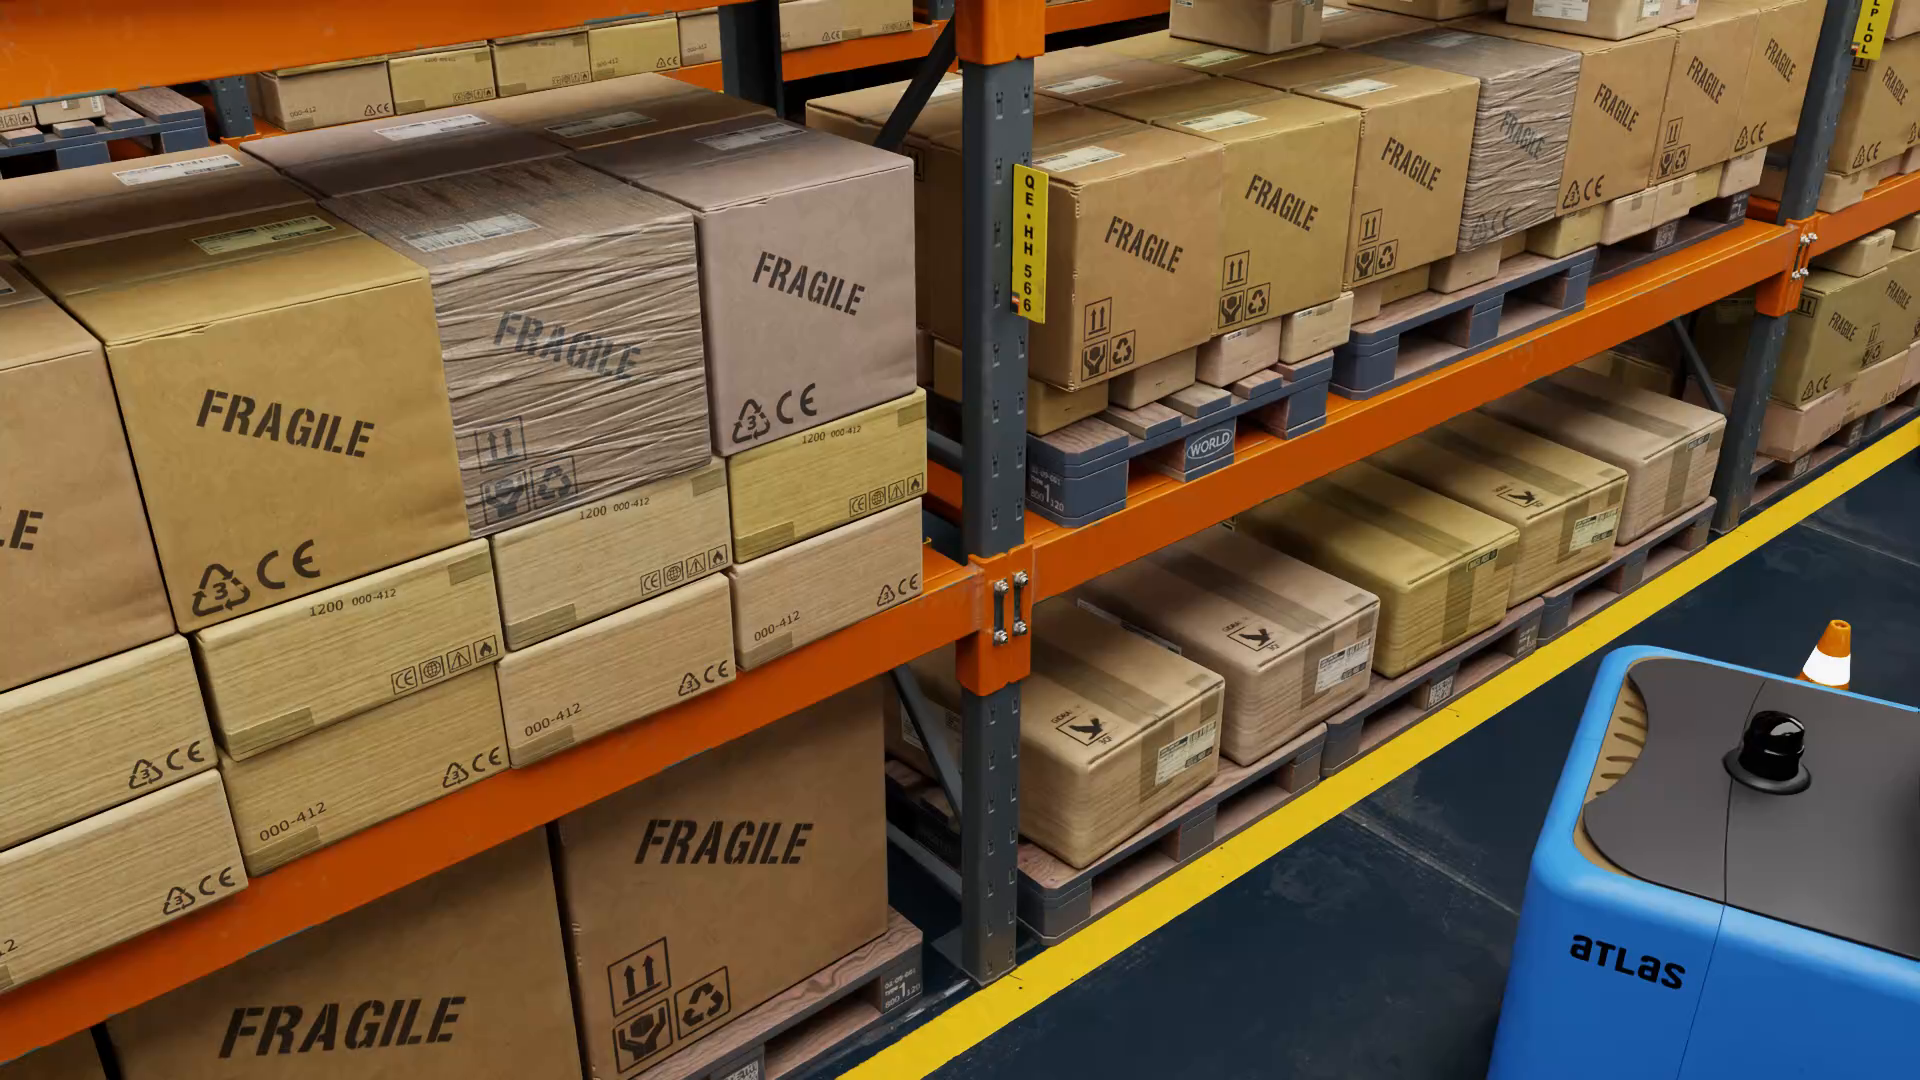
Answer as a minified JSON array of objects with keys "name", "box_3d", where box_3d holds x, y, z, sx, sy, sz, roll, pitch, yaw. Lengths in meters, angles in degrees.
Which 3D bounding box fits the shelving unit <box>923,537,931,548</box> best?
[{"name":"shelving unit","box_3d":[0.058,-0.685,6.440,1.083,1.500,0.587,-22,35,-35]}]

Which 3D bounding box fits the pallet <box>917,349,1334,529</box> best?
[{"name":"pallet","box_3d":[0.257,-0.480,4.669,1.003,0.211,1.213,-22,35,-35]}]

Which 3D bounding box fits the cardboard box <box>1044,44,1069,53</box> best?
[{"name":"cardboard box","box_3d":[0.569,-2.912,10.428,0.500,0.250,0.500,-22,35,-35]}]

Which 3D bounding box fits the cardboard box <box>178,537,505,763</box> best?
[{"name":"cardboard box","box_3d":[-1.184,0.099,3.012,0.500,0.250,0.500,-23,36,-36]}]

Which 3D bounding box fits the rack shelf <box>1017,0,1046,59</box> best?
[{"name":"rack shelf","box_3d":[1.305,-1.926,4.752,4.000,0.370,1.077,-22,35,-35]}]

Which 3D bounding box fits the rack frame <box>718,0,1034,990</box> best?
[{"name":"rack frame","box_3d":[-0.216,-0.308,4.145,0.127,3.000,1.000,-22,35,-35]}]

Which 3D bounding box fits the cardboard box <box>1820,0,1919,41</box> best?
[{"name":"cardboard box","box_3d":[3.302,-2.205,6.211,0.500,0.500,0.700,-22,35,-35]}]

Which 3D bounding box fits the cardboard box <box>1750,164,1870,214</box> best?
[{"name":"cardboard box","box_3d":[3.274,-1.403,6.459,0.250,0.149,0.380,-22,35,-35]}]

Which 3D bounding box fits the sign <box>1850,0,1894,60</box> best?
[{"name":"sign","box_3d":[3.190,-1.845,5.791,0.005,0.325,0.100,-22,35,-35]}]

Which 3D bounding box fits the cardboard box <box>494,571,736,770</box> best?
[{"name":"cardboard box","box_3d":[-0.811,0.168,3.413,0.500,0.250,0.500,-21,35,-34]}]

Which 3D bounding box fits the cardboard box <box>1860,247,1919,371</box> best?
[{"name":"cardboard box","box_3d":[3.850,-1.087,7.278,0.500,0.500,0.500,-20,34,-33]}]

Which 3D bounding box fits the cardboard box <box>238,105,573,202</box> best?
[{"name":"cardboard box","box_3d":[-1.121,-0.575,3.477,0.500,0.500,0.500,-22,35,-35]}]

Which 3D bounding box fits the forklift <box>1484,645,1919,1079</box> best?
[{"name":"forklift","box_3d":[2.680,0.414,2.865,3.031,2.935,1.130,14,31,24]}]

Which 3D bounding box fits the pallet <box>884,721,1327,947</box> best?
[{"name":"pallet","box_3d":[0.379,0.683,5.248,1.213,0.211,1.003,-22,35,-35]}]

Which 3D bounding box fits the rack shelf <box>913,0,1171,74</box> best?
[{"name":"rack shelf","box_3d":[1.124,-3.605,11.077,4.000,0.370,1.077,-22,35,-35]}]

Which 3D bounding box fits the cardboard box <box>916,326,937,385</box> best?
[{"name":"cardboard box","box_3d":[-0.120,-0.567,4.450,0.250,0.149,0.380,-20,34,-33]}]

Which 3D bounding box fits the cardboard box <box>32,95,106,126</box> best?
[{"name":"cardboard box","box_3d":[-3.692,-1.823,6.800,0.250,0.149,0.380,-21,35,-34]}]

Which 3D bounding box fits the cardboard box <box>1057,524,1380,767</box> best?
[{"name":"cardboard box","box_3d":[0.776,0.267,5.409,0.625,0.372,0.950,-23,36,-36]}]

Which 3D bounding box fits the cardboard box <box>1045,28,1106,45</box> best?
[{"name":"cardboard box","box_3d":[0.620,-3.254,11.068,0.500,0.250,0.500,-22,35,-35]}]

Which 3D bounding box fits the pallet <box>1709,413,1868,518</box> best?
[{"name":"pallet","box_3d":[3.315,-0.520,7.500,1.213,0.211,1.003,-22,35,-35]}]

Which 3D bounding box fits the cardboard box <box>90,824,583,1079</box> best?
[{"name":"cardboard box","box_3d":[-1.477,0.896,3.699,0.875,0.875,0.875,-21,35,-34]}]

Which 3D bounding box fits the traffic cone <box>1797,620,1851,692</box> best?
[{"name":"traffic cone","box_3d":[2.792,0.468,5.383,0.334,0.463,0.336,-22,35,-35]}]

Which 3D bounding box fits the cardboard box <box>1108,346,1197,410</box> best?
[{"name":"cardboard box","box_3d":[0.388,-0.490,4.305,0.250,0.149,0.380,-24,37,-38]}]

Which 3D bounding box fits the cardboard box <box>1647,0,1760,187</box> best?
[{"name":"cardboard box","box_3d":[2.248,-1.517,5.539,0.500,0.500,0.500,-22,35,-35]}]

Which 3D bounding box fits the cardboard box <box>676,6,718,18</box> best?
[{"name":"cardboard box","box_3d":[-1.385,-2.909,8.639,0.500,0.250,0.500,-21,35,-34]}]

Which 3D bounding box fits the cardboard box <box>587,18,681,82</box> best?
[{"name":"cardboard box","box_3d":[-1.776,-2.539,8.478,0.500,0.250,0.500,-21,34,-33]}]

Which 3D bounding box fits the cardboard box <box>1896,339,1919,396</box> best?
[{"name":"cardboard box","box_3d":[4.251,-0.919,7.759,0.500,0.250,0.500,-22,35,-36]}]

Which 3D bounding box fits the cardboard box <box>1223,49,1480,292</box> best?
[{"name":"cardboard box","box_3d":[1.068,-1.050,4.666,0.500,0.500,0.500,-21,35,-34]}]

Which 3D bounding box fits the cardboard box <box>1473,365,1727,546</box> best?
[{"name":"cardboard box","box_3d":[2.429,-0.397,6.653,0.625,0.372,0.950,-21,35,-34]}]

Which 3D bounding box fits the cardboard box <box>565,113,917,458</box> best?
[{"name":"cardboard box","box_3d":[-0.440,-0.541,3.414,0.500,0.500,0.500,-23,36,-36]}]

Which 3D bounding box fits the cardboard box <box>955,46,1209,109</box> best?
[{"name":"cardboard box","box_3d":[0.335,-1.070,4.702,0.500,0.500,0.500,-23,35,-36]}]

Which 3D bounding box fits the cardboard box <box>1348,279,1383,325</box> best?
[{"name":"cardboard box","box_3d":[0.982,-0.736,4.765,0.250,0.149,0.380,-20,34,-32]}]

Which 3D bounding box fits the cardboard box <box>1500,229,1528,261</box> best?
[{"name":"cardboard box","box_3d":[1.562,-0.999,5.259,0.250,0.149,0.380,-23,36,-37]}]

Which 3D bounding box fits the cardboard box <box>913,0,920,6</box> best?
[{"name":"cardboard box","box_3d":[-0.232,-3.589,10.178,0.500,0.500,0.500,-22,35,-35]}]

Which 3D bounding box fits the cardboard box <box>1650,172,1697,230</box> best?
[{"name":"cardboard box","box_3d":[2.229,-1.184,5.604,0.250,0.149,0.380,-23,35,-36]}]

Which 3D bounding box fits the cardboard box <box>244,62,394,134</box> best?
[{"name":"cardboard box","box_3d":[-2.945,-2.069,7.598,0.500,0.250,0.500,-22,35,-35]}]

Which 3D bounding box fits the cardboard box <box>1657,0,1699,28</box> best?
[{"name":"cardboard box","box_3d":[2.106,-1.741,5.270,0.250,0.149,0.380,-23,36,-36]}]

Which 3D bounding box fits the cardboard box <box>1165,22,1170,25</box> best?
[{"name":"cardboard box","box_3d":[1.735,-3.379,11.301,0.500,0.250,0.500,-21,35,-34]}]

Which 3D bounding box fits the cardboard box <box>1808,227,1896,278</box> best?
[{"name":"cardboard box","box_3d":[3.585,-1.222,6.842,0.250,0.149,0.380,-21,35,-34]}]

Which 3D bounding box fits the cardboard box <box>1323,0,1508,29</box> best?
[{"name":"cardboard box","box_3d":[1.518,-1.552,5.605,0.500,0.500,0.500,-22,35,-35]}]

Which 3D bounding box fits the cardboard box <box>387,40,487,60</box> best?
[{"name":"cardboard box","box_3d":[-2.563,-2.442,7.766,0.500,0.250,0.500,-21,34,-33]}]

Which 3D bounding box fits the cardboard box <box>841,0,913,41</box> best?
[{"name":"cardboard box","box_3d":[-0.612,-2.997,9.334,0.500,0.250,0.500,-21,35,-34]}]

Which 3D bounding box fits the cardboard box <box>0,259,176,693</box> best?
[{"name":"cardboard box","box_3d":[-1.597,-0.080,2.550,0.500,0.500,0.500,-23,35,-36]}]

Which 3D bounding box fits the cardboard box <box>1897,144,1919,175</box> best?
[{"name":"cardboard box","box_3d":[3.826,-1.654,6.929,0.250,0.149,0.380,-21,34,-33]}]

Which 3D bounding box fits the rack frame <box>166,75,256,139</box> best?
[{"name":"rack frame","box_3d":[-3.441,-2.087,7.473,0.127,3.000,1.000,-22,35,-35]}]
